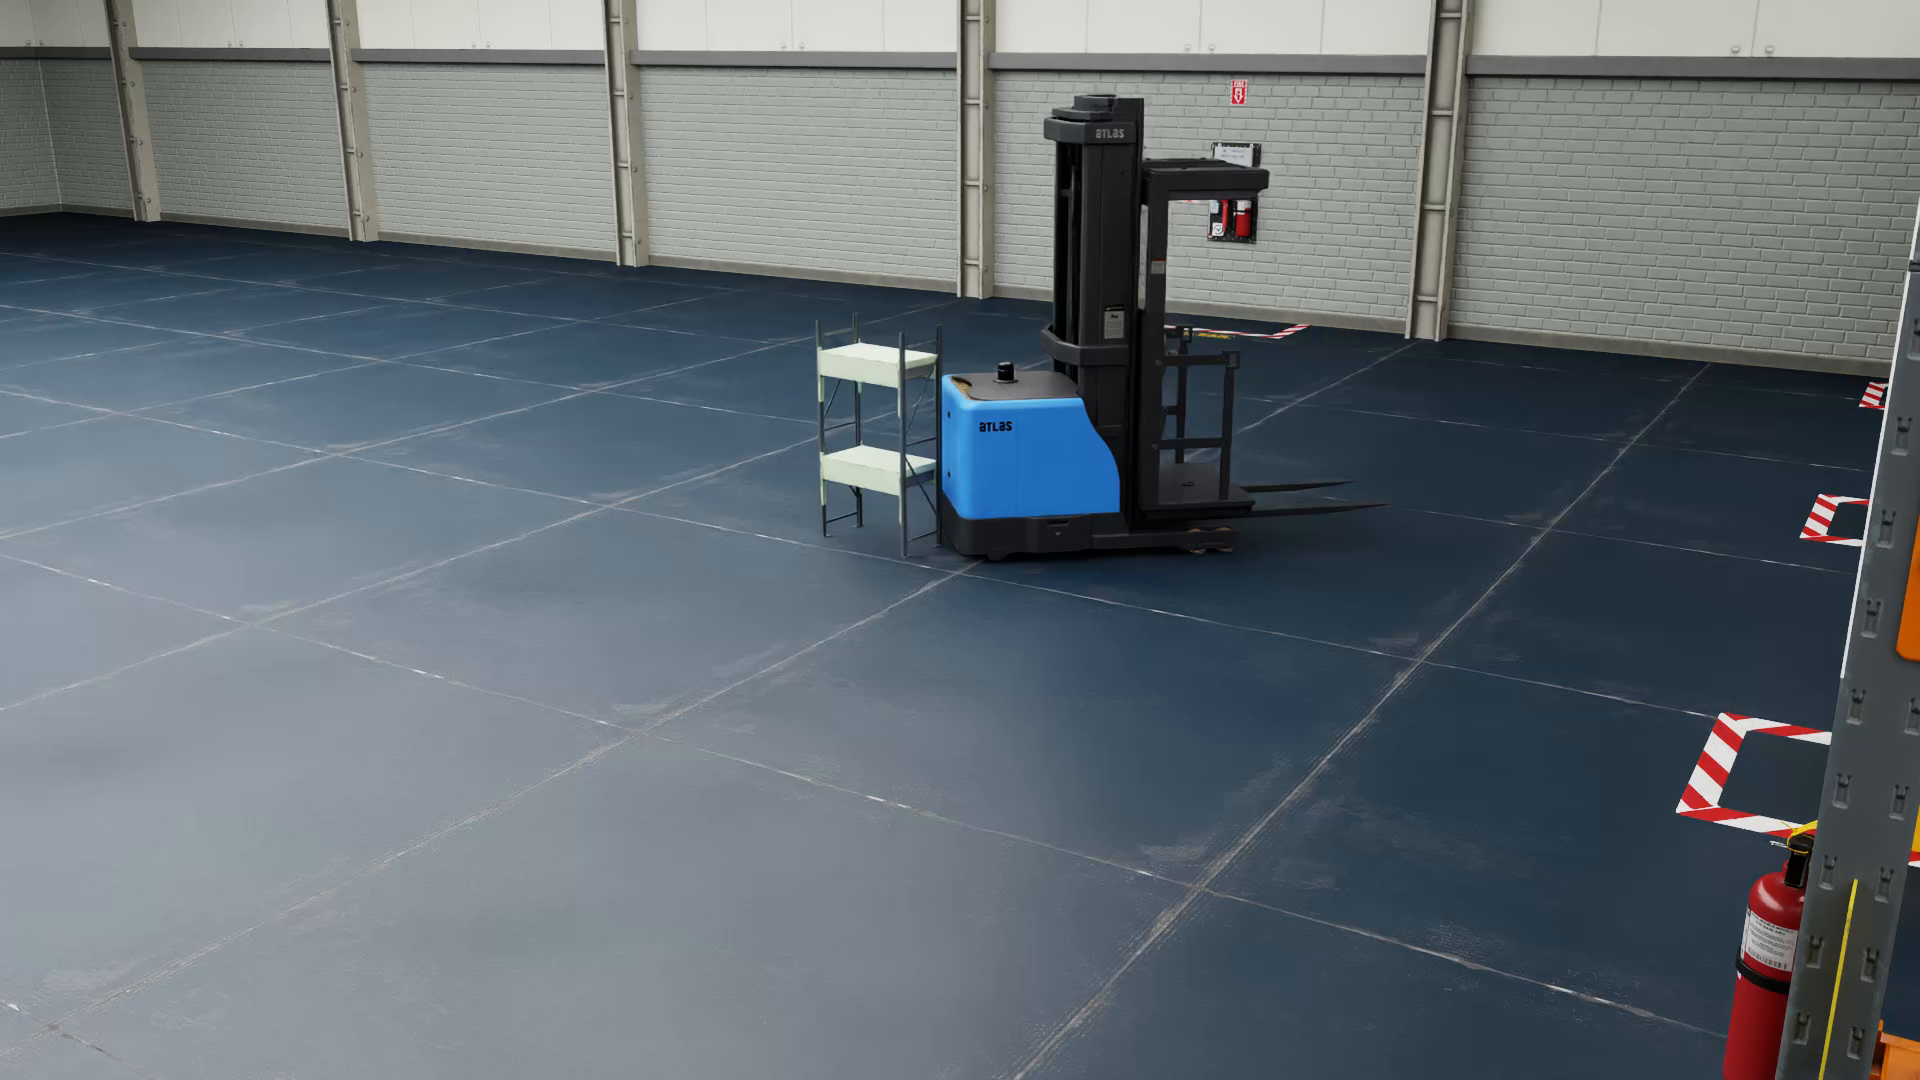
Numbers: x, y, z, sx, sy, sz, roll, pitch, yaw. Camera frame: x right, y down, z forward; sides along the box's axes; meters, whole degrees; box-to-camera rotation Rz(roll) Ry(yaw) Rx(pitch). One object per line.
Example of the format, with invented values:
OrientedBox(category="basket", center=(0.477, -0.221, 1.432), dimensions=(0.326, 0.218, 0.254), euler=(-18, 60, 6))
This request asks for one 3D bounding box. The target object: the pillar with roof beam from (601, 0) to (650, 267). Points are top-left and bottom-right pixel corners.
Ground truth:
OrientedBox(category="pillar with roof beam", center=(-7.160, -7.375, 20.177), dimensions=(0.400, 9.000, 9.100), euler=(10, 20, 30))

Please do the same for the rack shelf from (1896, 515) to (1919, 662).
OrientedBox(category="rack shelf", center=(3.310, 0.169, 1.742), dimensions=(4.000, 0.370, 1.077), euler=(10, 20, 30))

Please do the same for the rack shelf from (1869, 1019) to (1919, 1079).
OrientedBox(category="rack shelf", center=(3.310, 1.604, 2.178), dimensions=(4.000, 0.370, 1.077), euler=(10, 20, 30))

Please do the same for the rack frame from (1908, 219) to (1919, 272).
OrientedBox(category="rack frame", center=(1.605, -1.915, 2.203), dimensions=(0.127, 3.000, 1.000), euler=(10, 20, 30))

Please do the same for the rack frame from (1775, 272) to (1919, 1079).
OrientedBox(category="rack frame", center=(1.605, 0.956, 3.075), dimensions=(0.127, 3.000, 1.000), euler=(10, 20, 30))

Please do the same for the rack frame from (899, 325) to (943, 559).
OrientedBox(category="rack frame", center=(-0.254, -0.641, 10.910), dimensions=(0.023, 1.500, 0.400), euler=(13, 21, 37))

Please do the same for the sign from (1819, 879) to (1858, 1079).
OrientedBox(category="sign", center=(1.322, 0.676, 2.506), dimensions=(0.005, 0.325, 0.100), euler=(10, 20, 30))

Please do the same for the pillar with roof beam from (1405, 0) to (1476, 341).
OrientedBox(category="pillar with roof beam", center=(3.066, -5.550, 14.168), dimensions=(0.400, 9.000, 9.100), euler=(10, 20, 30))

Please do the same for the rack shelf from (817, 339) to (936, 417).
OrientedBox(category="rack shelf", center=(-0.537, -1.081, 11.018), dimensions=(0.720, 0.370, 0.431), euler=(13, 21, 37))

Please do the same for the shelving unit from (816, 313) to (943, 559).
OrientedBox(category="shelving unit", center=(-0.537, -0.708, 11.132), dimensions=(0.755, 1.500, 0.431), euler=(13, 21, 37))

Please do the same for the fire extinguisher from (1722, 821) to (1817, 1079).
OrientedBox(category="fire extinguisher", center=(1.749, 0.861, 3.519), dimensions=(0.183, 0.674, 0.296), euler=(10, 20, 30))

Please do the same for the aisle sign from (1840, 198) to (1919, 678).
OrientedBox(category="aisle sign", center=(1.396, -0.223, 2.483), dimensions=(0.004, 0.787, 0.394), euler=(10, 20, 30))

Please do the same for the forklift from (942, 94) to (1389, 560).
OrientedBox(category="forklift", center=(1.402, -1.457, 11.136), dimensions=(3.031, 2.935, 1.130), euler=(-3, 17, -10))

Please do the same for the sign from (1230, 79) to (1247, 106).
OrientedBox(category="sign", center=(3.278, -5.266, 19.567), dimensions=(0.199, 0.298, 0.001), euler=(10, 20, 30))

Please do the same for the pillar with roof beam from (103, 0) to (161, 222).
OrientedBox(category="pillar with roof beam", center=(-17.385, -9.200, 26.186), dimensions=(0.400, 9.000, 9.100), euler=(10, 20, 30))

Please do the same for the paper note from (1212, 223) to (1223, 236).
OrientedBox(category="paper note", center=(3.118, -3.753, 20.091), dimensions=(0.142, 0.148, 0.016), euler=(10, 20, 30))

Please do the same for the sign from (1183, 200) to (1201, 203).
OrientedBox(category="sign", center=(2.816, -4.257, 20.174), dimensions=(0.234, 0.329, 0.001), euler=(10, 20, 30))

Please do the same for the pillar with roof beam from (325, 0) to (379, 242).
OrientedBox(category="pillar with roof beam", center=(-12.272, -8.287, 23.181), dimensions=(0.400, 9.000, 9.100), euler=(10, 20, 30))

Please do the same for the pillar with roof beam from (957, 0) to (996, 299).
OrientedBox(category="pillar with roof beam", center=(-2.047, -6.462, 17.172), dimensions=(0.400, 9.000, 9.100), euler=(10, 20, 30))

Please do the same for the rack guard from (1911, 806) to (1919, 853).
OrientedBox(category="rack guard", center=(4.287, 0.925, 7.477), dimensions=(0.348, 0.500, 1.175), euler=(10, 20, 30))

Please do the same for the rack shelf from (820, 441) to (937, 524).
OrientedBox(category="rack shelf", center=(-0.537, -0.396, 11.226), dimensions=(0.720, 0.370, 0.431), euler=(13, 21, 37))

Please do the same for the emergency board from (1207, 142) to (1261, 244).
OrientedBox(category="emergency board", center=(3.233, -4.131, 19.818), dimensions=(0.643, 1.169, 0.194), euler=(10, 20, 30))

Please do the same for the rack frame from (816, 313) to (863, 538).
OrientedBox(category="rack frame", center=(-0.821, -0.775, 11.353), dimensions=(0.023, 1.500, 0.400), euler=(13, 21, 37))
